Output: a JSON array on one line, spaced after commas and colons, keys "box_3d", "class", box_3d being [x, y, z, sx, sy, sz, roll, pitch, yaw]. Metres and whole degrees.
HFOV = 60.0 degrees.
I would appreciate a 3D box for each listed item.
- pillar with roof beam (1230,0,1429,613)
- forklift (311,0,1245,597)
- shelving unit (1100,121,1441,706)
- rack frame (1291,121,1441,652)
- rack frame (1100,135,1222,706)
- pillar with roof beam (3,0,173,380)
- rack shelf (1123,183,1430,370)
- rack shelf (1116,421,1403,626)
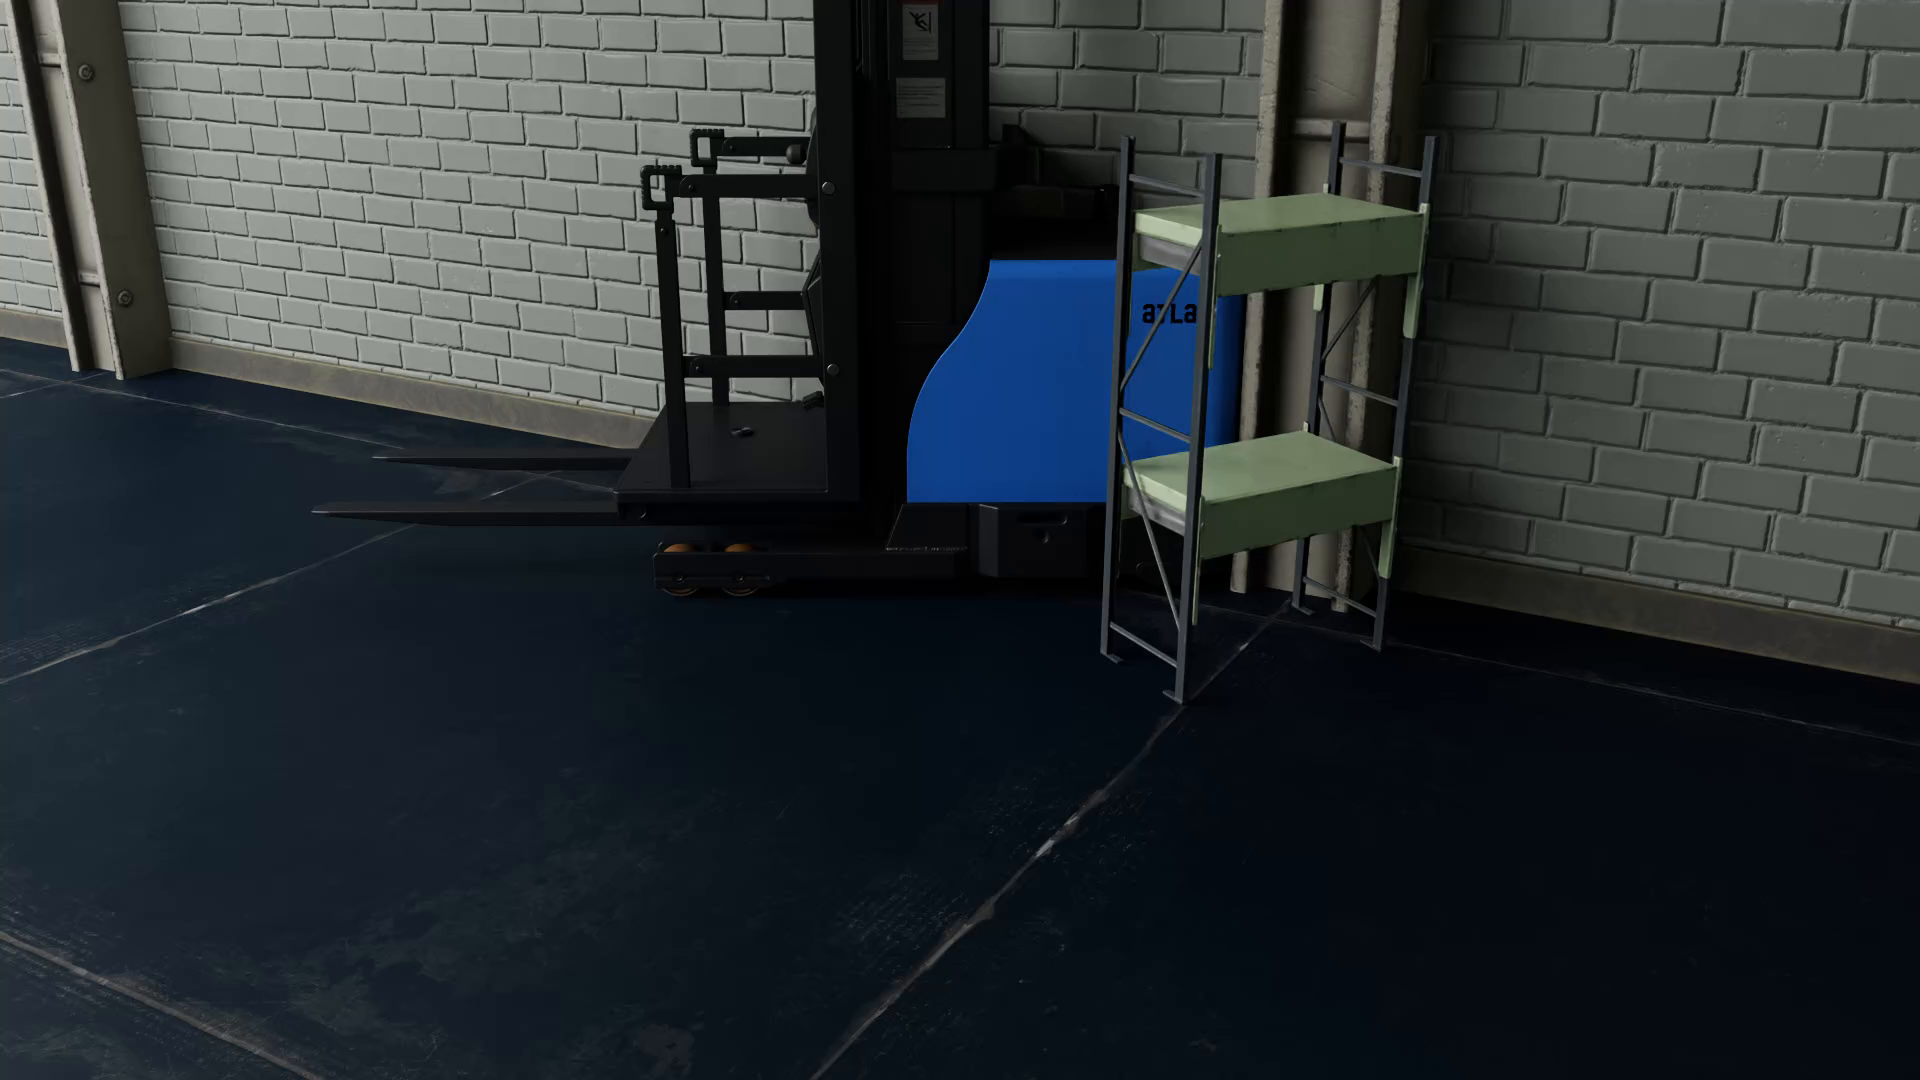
[{"box_3d": [-0.975, -2.797, 0.380, 0.400, 9.000, 9.100, 11, 23, 27], "class": "pillar with roof beam"}, {"box_3d": [-0.623, -1.377, 5.362, 3.031, 2.935, 1.130, 0, 20, 0], "class": "forklift"}, {"box_3d": [0.847, -0.369, 4.673, 0.755, 1.500, 0.431, -11, 24, -28], "class": "shelving unit"}, {"box_3d": [1.164, -0.431, 4.844, 0.023, 1.500, 0.400, -11, 24, -28], "class": "rack frame"}, {"box_3d": [0.530, -0.307, 4.501, 0.023, 1.500, 0.400, -11, 24, -28], "class": "rack frame"}, {"box_3d": [-6.213, -3.795, 3.131, 0.400, 9.000, 9.100, 11, 23, 27], "class": "pillar with roof beam"}, {"box_3d": [0.850, -0.734, 4.535, 0.720, 0.370, 0.431, -11, 24, -28], "class": "rack shelf"}, {"box_3d": [0.845, -0.064, 4.788, 0.720, 0.370, 0.431, -11, 24, -28], "class": "rack shelf"}]
